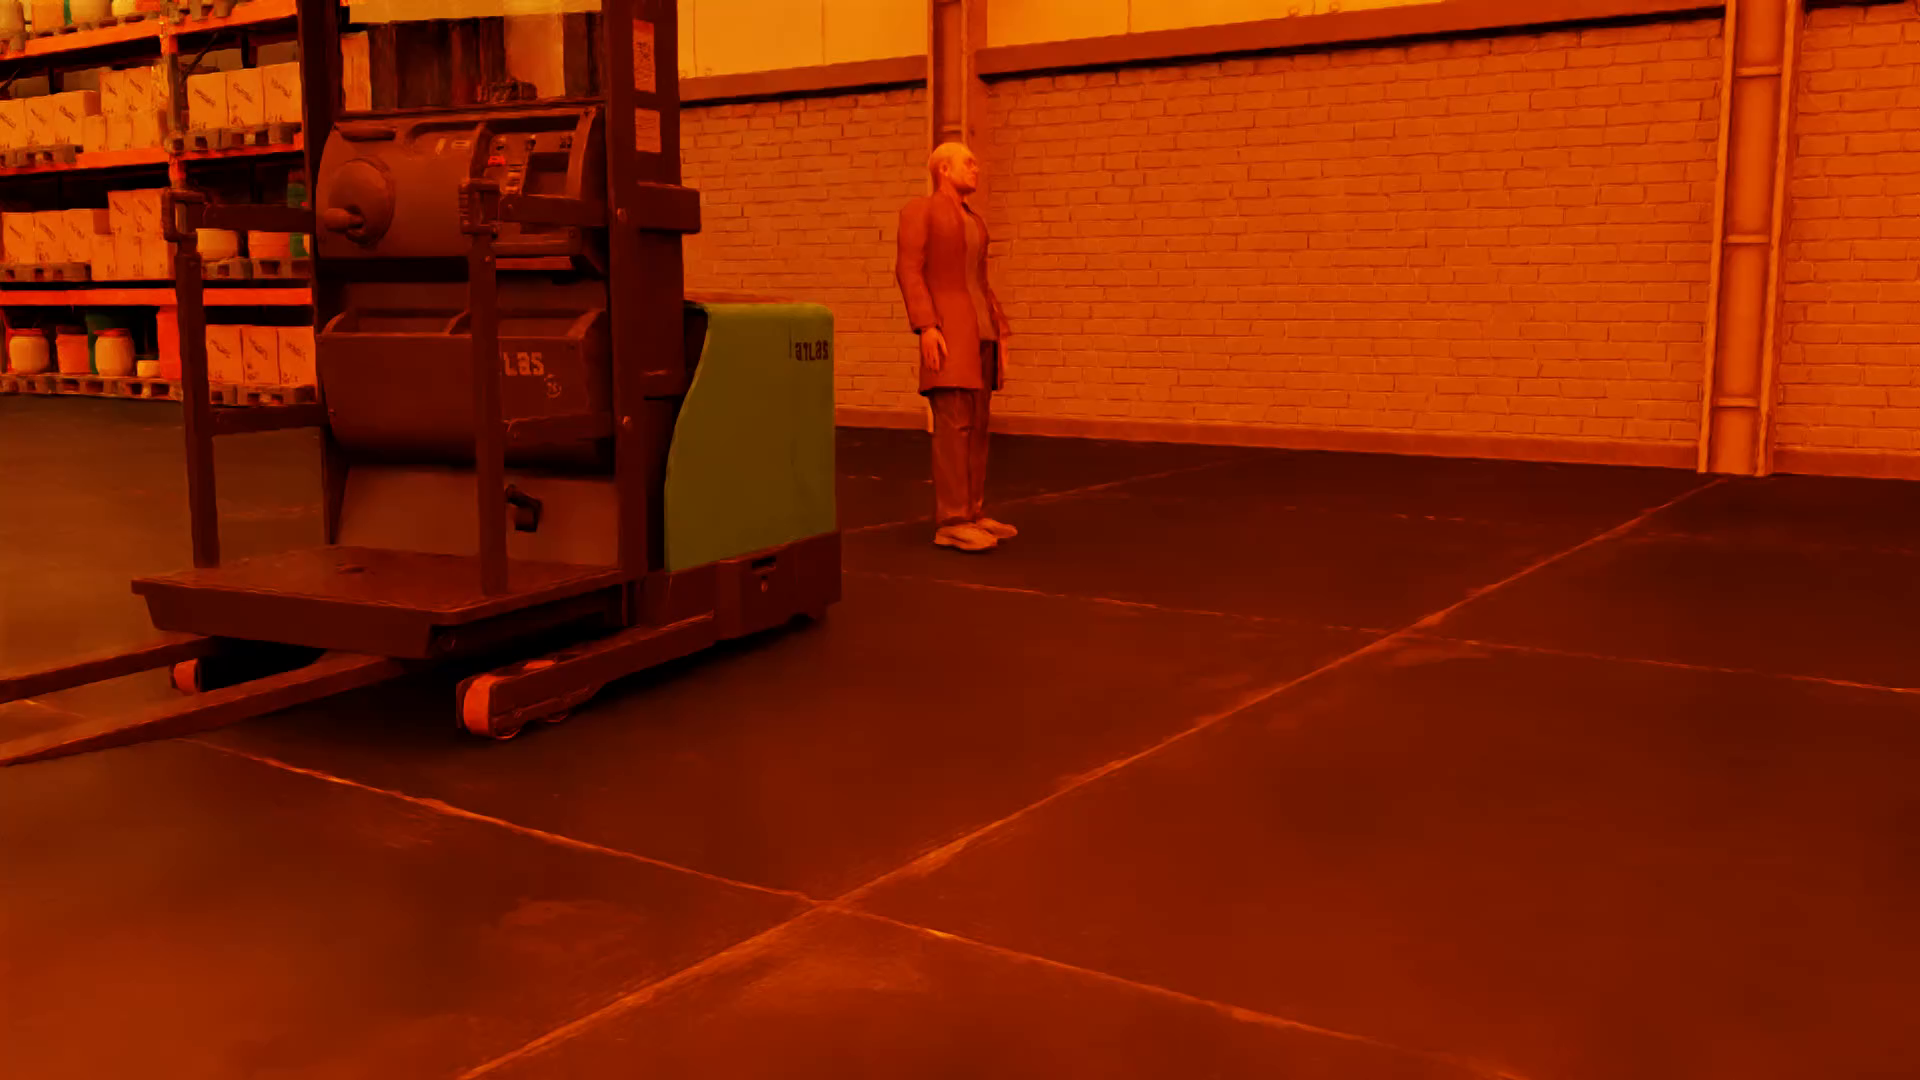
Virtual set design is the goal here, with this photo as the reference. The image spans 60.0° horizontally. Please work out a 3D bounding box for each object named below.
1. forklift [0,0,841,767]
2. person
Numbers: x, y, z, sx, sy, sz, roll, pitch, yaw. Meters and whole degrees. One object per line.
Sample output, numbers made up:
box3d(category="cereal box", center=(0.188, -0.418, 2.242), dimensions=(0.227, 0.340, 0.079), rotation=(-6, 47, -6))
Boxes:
box3d(category="forklift", center=(-1.484, -1.023, 4.389), dimensions=(1.130, 2.935, 3.031), rotation=(4, 9, 25))
box3d(category="person", center=(0.073, -0.879, 7.423), dimensions=(0.580, 1.776, 0.694), rotation=(5, 10, 34))
